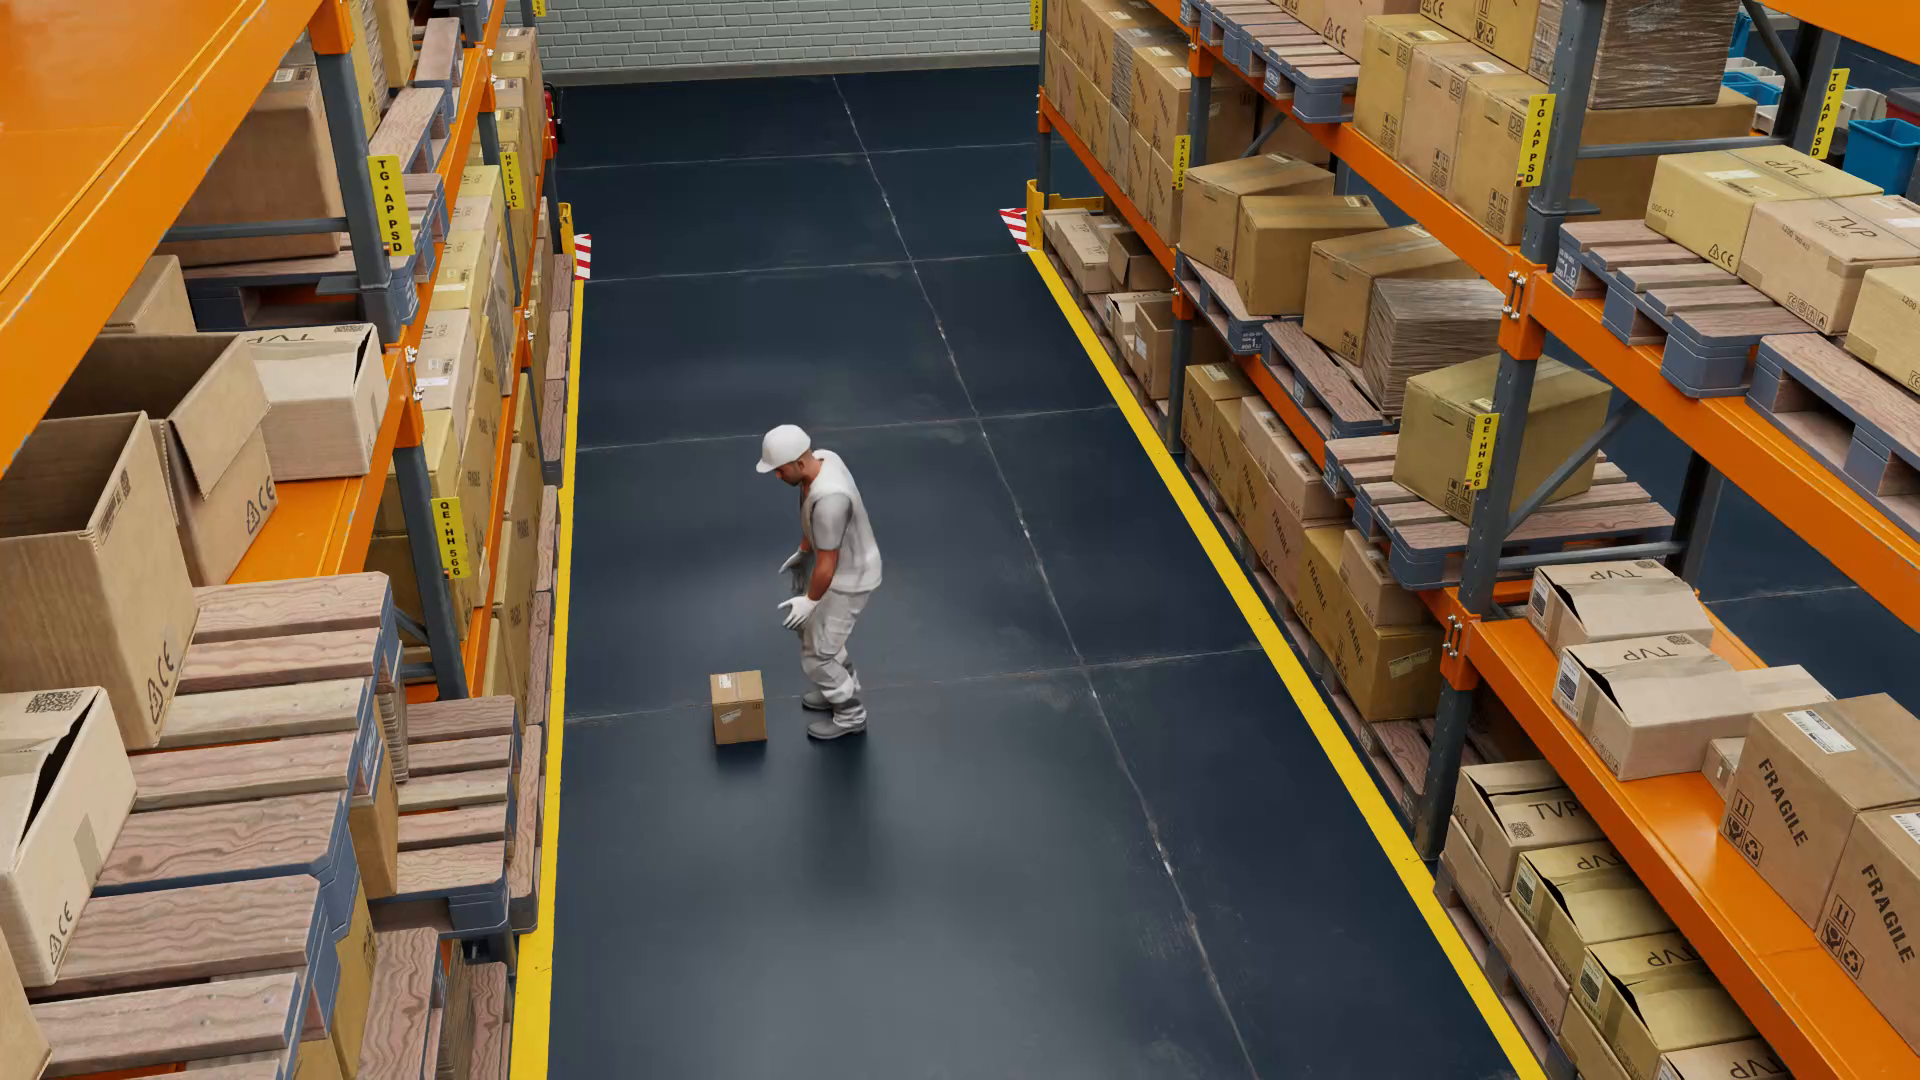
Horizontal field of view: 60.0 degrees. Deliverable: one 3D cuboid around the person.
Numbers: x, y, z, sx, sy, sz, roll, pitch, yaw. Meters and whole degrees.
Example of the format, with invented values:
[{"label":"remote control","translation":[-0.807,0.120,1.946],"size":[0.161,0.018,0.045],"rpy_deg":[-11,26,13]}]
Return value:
[{"label":"person","translation":[-0.649,0.195,7.907],"size":[0.558,1.666,0.559],"rpy_deg":[-5,31,-8]}]
